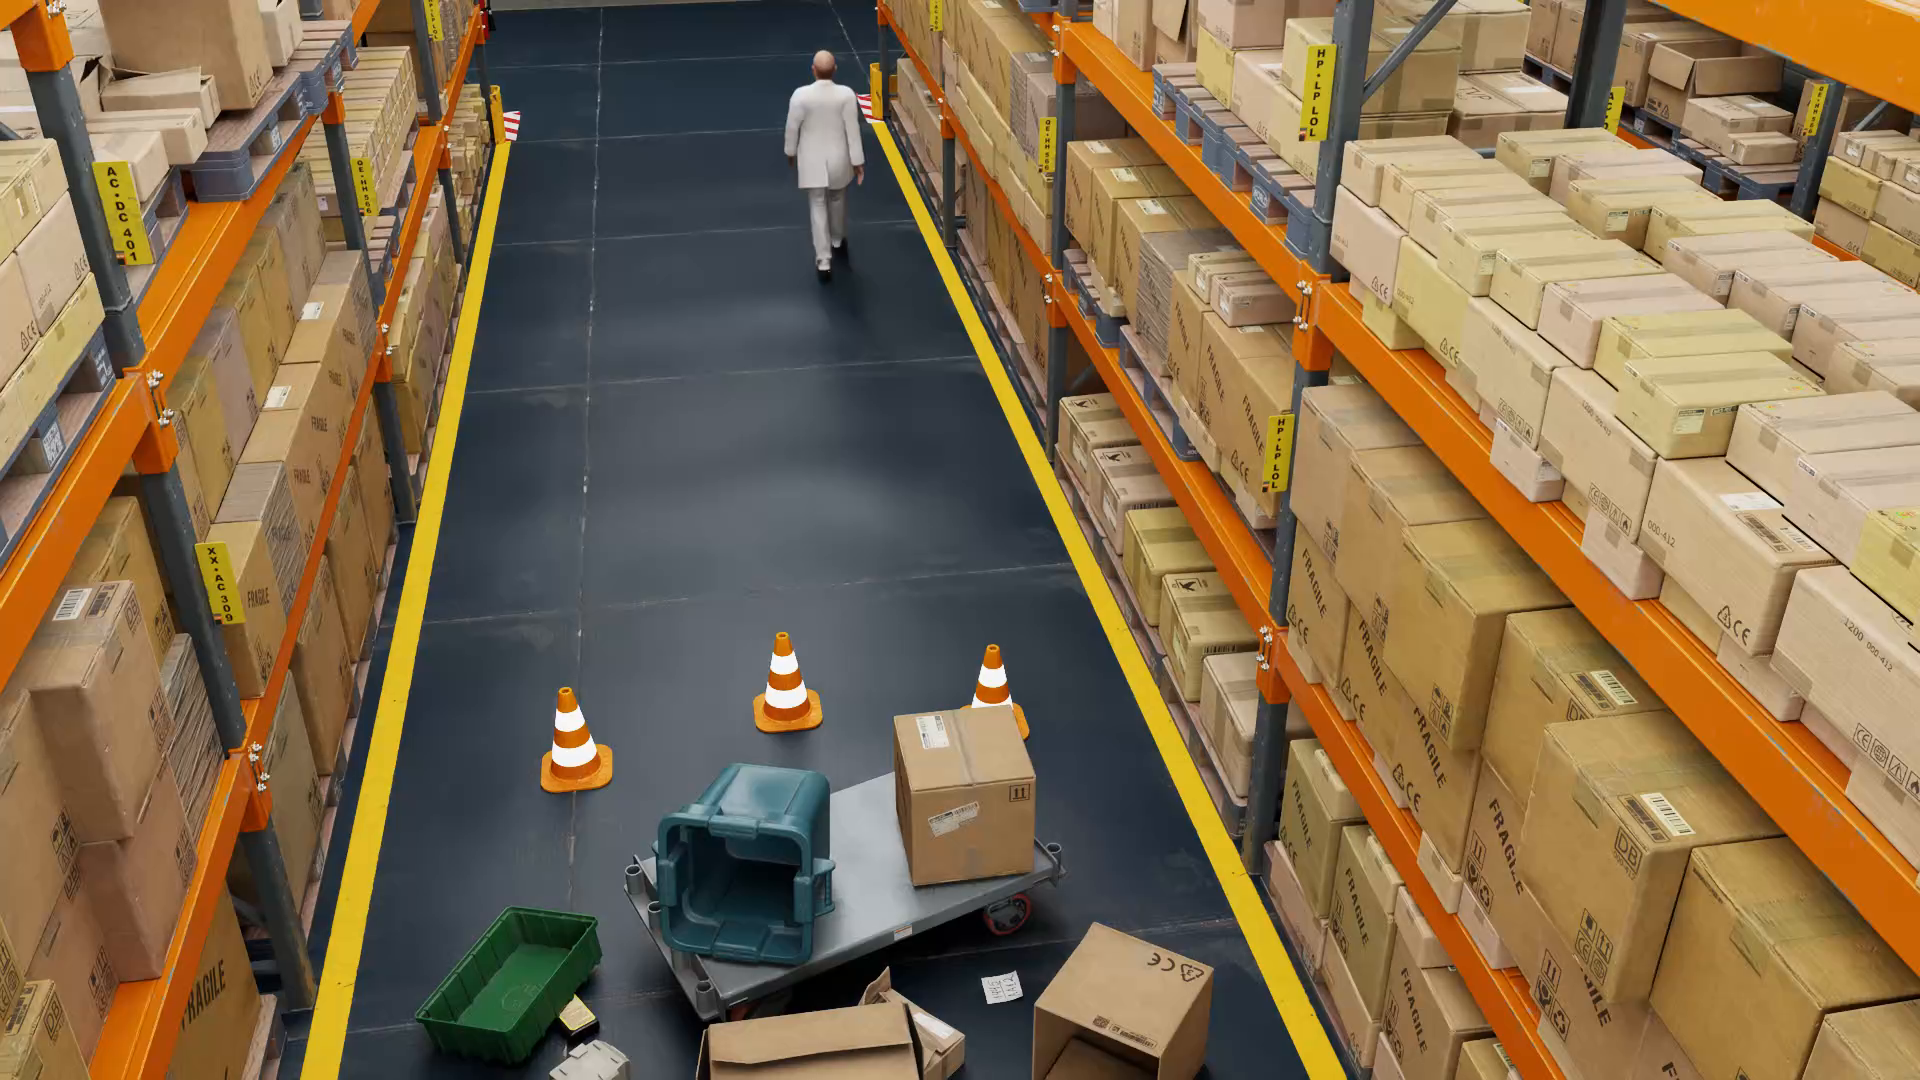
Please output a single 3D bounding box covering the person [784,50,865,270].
[{"bbox_3d":[-1.108,-3.123,13.500,0.621,1.730,1.088,-6,31,-10],"label":"person"}]
